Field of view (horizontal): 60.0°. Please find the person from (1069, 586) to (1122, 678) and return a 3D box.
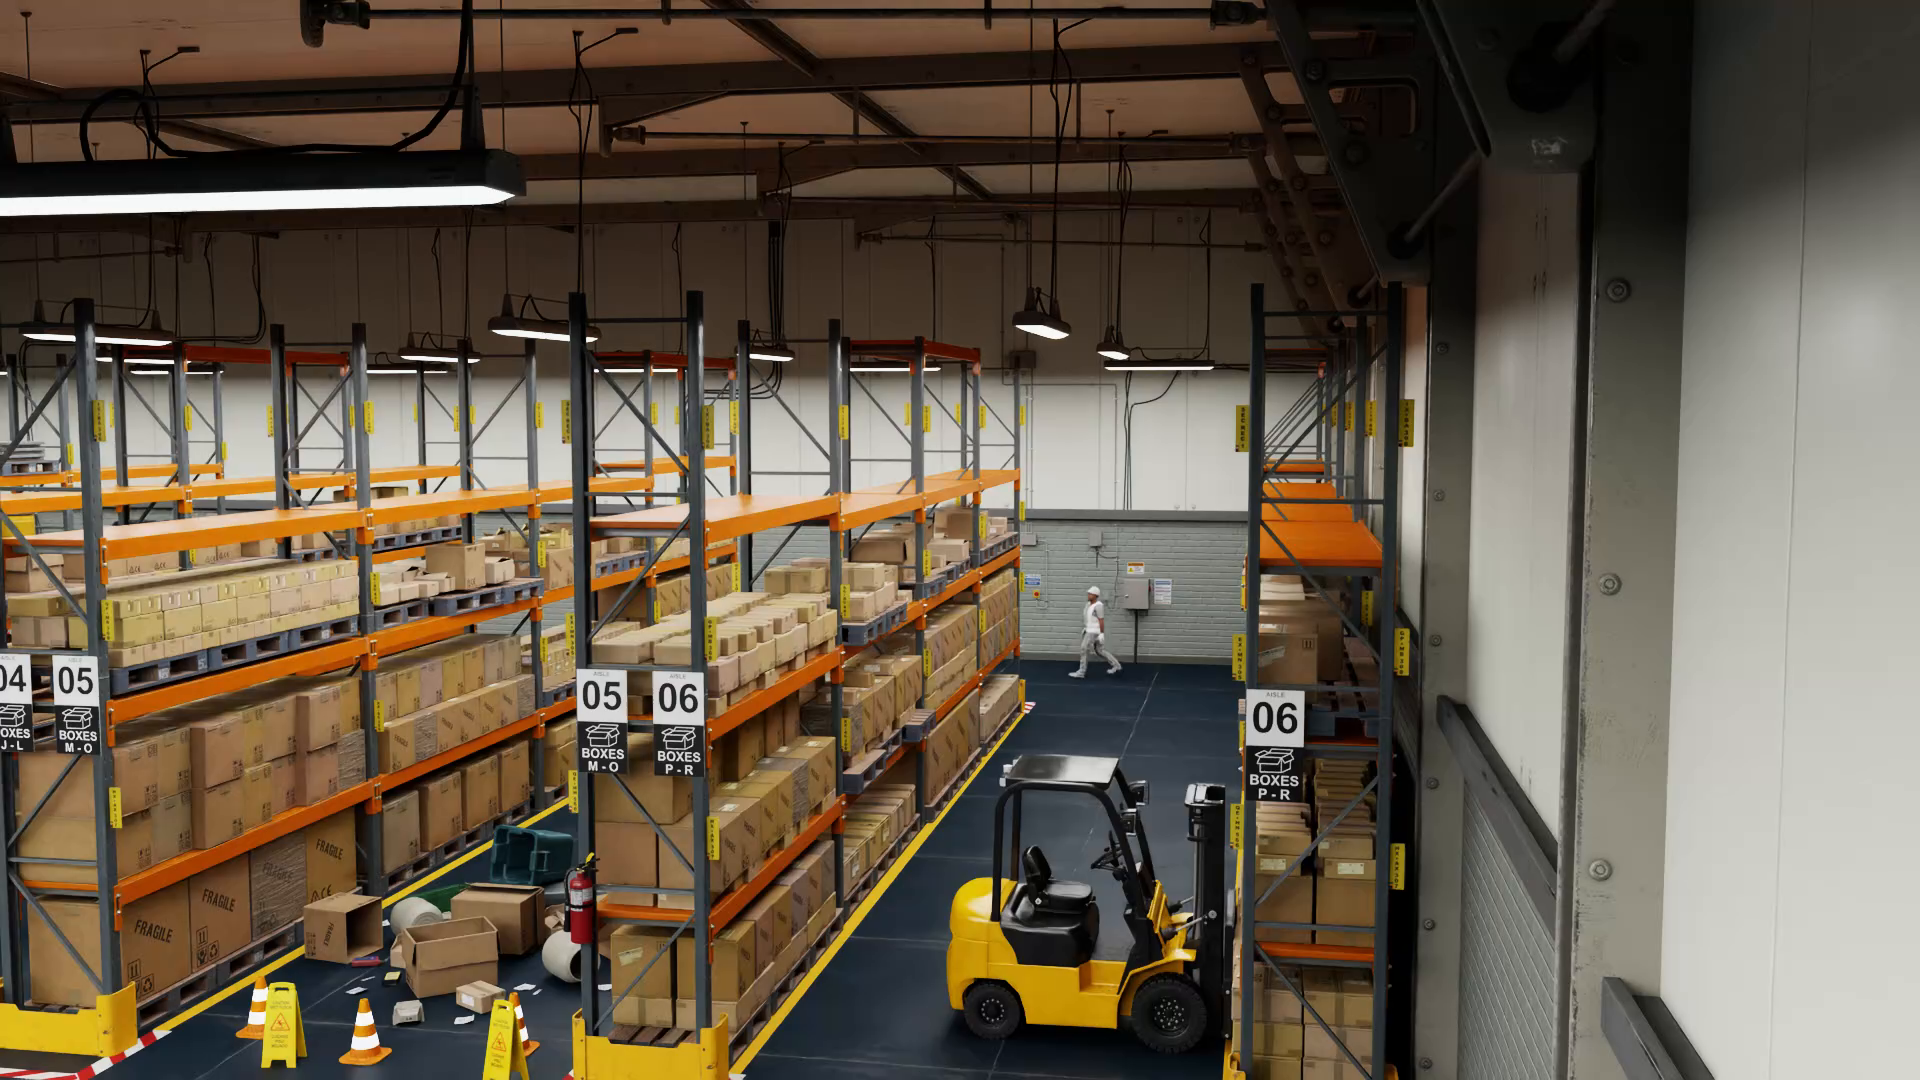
[{"bbox_3d":[2.581,1.749,31.598,1.017,1.750,0.530,0,5,3],"label":"person"}]
